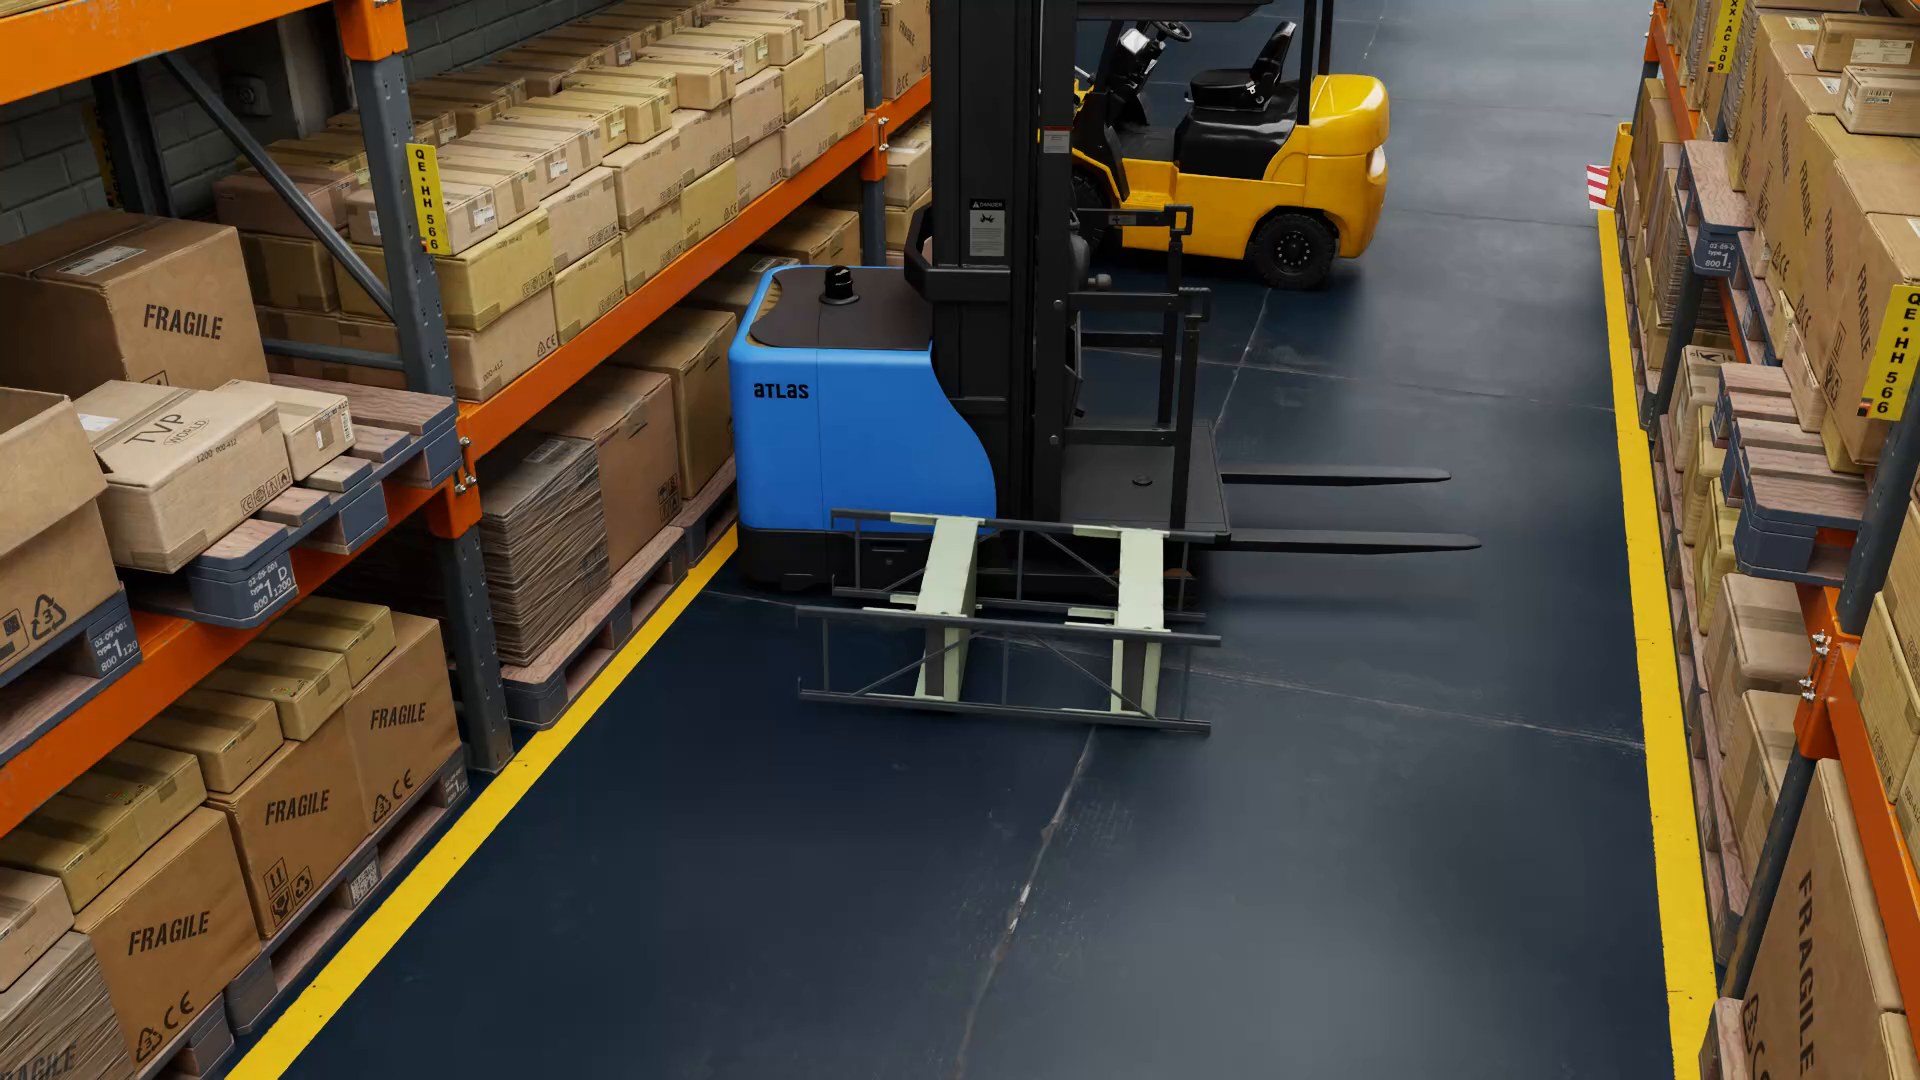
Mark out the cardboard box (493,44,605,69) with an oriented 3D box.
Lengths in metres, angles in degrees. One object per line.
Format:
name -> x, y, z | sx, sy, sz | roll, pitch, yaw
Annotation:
cardboard box -> -1.694, -1.940, 6.882 | 0.380, 0.149, 0.250 | 9, 30, 15

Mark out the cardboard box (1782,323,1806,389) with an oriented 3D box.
cardboard box -> 2.672, -0.516, 4.919 | 0.380, 0.149, 0.250 | 7, 30, 12

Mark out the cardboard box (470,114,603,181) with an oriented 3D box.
cardboard box -> -1.500, -1.393, 5.898 | 0.380, 0.149, 0.250 | 9, 30, 15

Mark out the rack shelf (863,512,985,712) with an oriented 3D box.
rack shelf -> -0.128, 0.258, 6.290 | 0.370, 0.431, 0.720 | 4, 30, 4

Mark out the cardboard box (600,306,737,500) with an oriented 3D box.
cardboard box -> -1.490, -0.640, 7.326 | 0.875, 0.625, 0.625 | 7, 30, 13

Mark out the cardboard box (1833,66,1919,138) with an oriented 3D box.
cardboard box -> 2.889, -1.324, 5.036 | 0.380, 0.149, 0.250 | 7, 30, 12

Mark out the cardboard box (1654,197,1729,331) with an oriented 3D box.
cardboard box -> 3.770, -1.364, 8.242 | 0.500, 0.500, 0.500 | 8, 30, 14

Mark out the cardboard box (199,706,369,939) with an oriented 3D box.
cardboard box -> -2.143, 0.778, 4.905 | 0.500, 0.500, 0.500 | 8, 30, 14

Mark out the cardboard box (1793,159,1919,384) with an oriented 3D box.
cardboard box -> 2.688, -0.732, 4.640 | 0.500, 0.500, 0.500 | 8, 30, 14

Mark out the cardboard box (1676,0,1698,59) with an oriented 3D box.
cardboard box -> 4.184, -2.878, 8.929 | 0.500, 0.500, 0.500 | 8, 30, 14

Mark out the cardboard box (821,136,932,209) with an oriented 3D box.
cardboard box -> -0.451, -2.047, 9.212 | 0.500, 0.250, 0.500 | 8, 30, 14

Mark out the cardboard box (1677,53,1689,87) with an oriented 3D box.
cardboard box -> 4.095, -2.536, 8.982 | 0.380, 0.149, 0.250 | 9, 30, 15

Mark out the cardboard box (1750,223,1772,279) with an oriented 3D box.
cardboard box -> 2.979, -1.002, 5.791 | 0.380, 0.149, 0.250 | 10, 31, 17

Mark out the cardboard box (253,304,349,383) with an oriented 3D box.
cardboard box -> -2.180, -0.769, 5.701 | 0.500, 0.250, 0.500 | 8, 30, 14

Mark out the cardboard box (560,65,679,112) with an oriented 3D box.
cardboard box -> -1.340, -1.758, 6.555 | 0.380, 0.149, 0.250 | 8, 30, 15

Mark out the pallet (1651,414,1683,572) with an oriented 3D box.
pallet -> 3.626, -0.161, 7.322 | 1.003, 0.211, 1.213 | 8, 30, 15

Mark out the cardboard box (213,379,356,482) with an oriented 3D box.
cardboard box -> -1.893, -0.303, 4.535 | 0.380, 0.149, 0.250 | 9, 30, 16

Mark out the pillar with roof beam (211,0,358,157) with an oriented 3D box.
pillar with roof beam -> 1.569, -3.331, 3.981 | 9.100, 9.000, 0.400 | 8, 30, 15

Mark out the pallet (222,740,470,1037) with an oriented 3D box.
pallet -> -2.323, 0.971, 5.287 | 1.003, 0.211, 1.213 | 8, 30, 15

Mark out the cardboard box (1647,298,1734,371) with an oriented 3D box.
cardboard box -> 3.769, -1.036, 8.424 | 0.500, 0.250, 0.500 | 10, 31, 17

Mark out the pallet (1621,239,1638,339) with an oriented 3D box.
pallet -> 4.372, -1.409, 9.565 | 1.003, 0.211, 1.213 | 8, 30, 15

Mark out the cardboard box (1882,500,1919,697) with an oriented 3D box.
cardboard box -> 2.294, 0.165, 3.508 | 0.500, 0.250, 0.500 | 8, 30, 15

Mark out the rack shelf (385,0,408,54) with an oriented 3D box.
rack shelf -> -1.480, -2.515, 6.340 | 1.077, 0.370, 4.000 | 8, 30, 15

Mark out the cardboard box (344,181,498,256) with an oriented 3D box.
cardboard box -> -1.692, -1.022, 5.232 | 0.380, 0.149, 0.250 | 9, 30, 16

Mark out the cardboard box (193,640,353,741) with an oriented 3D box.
cardboard box -> -2.021, 0.433, 4.857 | 0.380, 0.149, 0.250 | 7, 30, 12

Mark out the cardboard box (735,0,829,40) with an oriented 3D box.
cardboard box -> -0.840, -2.462, 7.820 | 0.380, 0.149, 0.250 | 8, 30, 14

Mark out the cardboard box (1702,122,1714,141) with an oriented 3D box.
cardboard box -> 3.656, -1.824, 7.702 | 0.380, 0.149, 0.250 | 8, 30, 14

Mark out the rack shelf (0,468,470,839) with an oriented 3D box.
rack shelf -> -2.654, 0.655, 3.727 | 1.077, 0.370, 4.000 | 8, 30, 15

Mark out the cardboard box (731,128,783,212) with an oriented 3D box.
cardboard box -> -1.108, -1.650, 7.285 | 0.500, 0.250, 0.500 | 9, 30, 15

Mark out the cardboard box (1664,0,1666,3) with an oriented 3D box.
cardboard box -> 4.623, -3.593, 10.215 | 0.500, 0.500, 0.500 | 8, 30, 14

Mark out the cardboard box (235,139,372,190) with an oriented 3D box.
cardboard box -> -2.195, -1.234, 5.612 | 0.380, 0.149, 0.250 | 9, 30, 16

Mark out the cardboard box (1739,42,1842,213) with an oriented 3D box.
cardboard box -> 3.136, -1.461, 5.950 | 0.500, 0.500, 0.500 | 8, 30, 15

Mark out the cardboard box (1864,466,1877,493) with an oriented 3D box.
cardboard box -> 2.550, -0.142, 4.246 | 0.380, 0.149, 0.250 | 10, 31, 17

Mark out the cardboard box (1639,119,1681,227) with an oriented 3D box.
cardboard box -> 4.215, -2.088, 9.542 | 0.500, 0.500, 0.500 | 9, 30, 16

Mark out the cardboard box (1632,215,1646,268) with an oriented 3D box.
cardboard box -> 4.221, -1.755, 9.716 | 0.500, 0.250, 0.500 | 11, 31, 18

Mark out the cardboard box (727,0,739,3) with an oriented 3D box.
cardboard box -> -1.201, -2.642, 8.144 | 0.380, 0.149, 0.250 | 8, 30, 14

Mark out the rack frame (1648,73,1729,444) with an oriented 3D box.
rack frame -> 3.853, -1.741, 7.295 | 1.000, 3.000, 0.127 | 8, 30, 15

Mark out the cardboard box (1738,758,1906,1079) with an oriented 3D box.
cardboard box -> 2.397, 1.172, 3.812 | 0.875, 0.875, 0.875 | 8, 30, 14

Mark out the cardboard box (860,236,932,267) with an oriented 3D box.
cardboard box -> -0.435, -1.607, 9.450 | 0.500, 0.250, 0.500 | 9, 30, 15

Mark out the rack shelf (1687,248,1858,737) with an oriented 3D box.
rack shelf -> 3.266, -0.497, 5.799 | 1.077, 0.370, 4.000 | 8, 30, 15

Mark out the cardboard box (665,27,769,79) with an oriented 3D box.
cardboard box -> -1.049, -2.102, 7.173 | 0.380, 0.149, 0.250 | 8, 30, 14

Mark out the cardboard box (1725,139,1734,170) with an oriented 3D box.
cardboard box -> 3.389, -1.603, 6.873 | 0.380, 0.149, 0.250 | 9, 30, 16

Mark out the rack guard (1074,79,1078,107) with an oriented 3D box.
rack guard -> 0.288, -3.226, 12.534 | 1.175, 0.500, 0.348 | 8, 30, 15

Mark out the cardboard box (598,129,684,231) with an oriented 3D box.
cardboard box -> -1.385, -1.386, 6.297 | 0.500, 0.250, 0.500 | 8, 30, 14

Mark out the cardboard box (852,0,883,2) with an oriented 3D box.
cardboard box -> -0.548, -2.886, 8.581 | 0.380, 0.149, 0.250 | 8, 30, 14

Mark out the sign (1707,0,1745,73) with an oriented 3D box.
sign -> 3.332, -2.193, 7.217 | 0.100, 0.325, 0.005 | 8, 30, 15

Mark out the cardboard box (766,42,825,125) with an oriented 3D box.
cardboard box -> -0.937, -2.096, 7.572 | 0.500, 0.250, 0.500 | 8, 30, 14

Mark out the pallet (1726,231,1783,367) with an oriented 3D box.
pallet -> 3.221, -0.724, 5.664 | 1.003, 0.211, 1.213 | 8, 30, 15

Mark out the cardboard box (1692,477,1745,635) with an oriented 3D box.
cardboard box -> 3.291, 0.126, 6.210 | 0.950, 0.372, 0.625 | 10, 30, 17

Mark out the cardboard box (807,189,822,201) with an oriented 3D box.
cardboard box -> -0.934, -2.123, 9.349 | 0.500, 0.250, 0.500 | 9, 30, 16

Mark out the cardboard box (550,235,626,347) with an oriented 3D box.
cardboard box -> -1.551, -0.928, 5.986 | 0.500, 0.250, 0.500 | 8, 30, 14

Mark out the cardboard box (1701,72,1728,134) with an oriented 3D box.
cardboard box -> 3.746, -2.157, 7.633 | 0.500, 0.500, 0.500 | 8, 30, 14

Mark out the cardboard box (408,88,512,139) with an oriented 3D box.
cardboard box -> -1.905, -1.580, 6.234 | 0.380, 0.149, 0.250 | 8, 30, 15

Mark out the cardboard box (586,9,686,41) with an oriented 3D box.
cardboard box -> -1.460, -2.287, 7.506 | 0.380, 0.149, 0.250 | 8, 30, 14

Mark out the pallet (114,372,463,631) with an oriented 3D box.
pallet -> -2.199, -0.180, 4.686 | 1.213, 0.211, 1.003 | 8, 30, 15

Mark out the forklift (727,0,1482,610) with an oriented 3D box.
forklift -> 0.624, -1.264, 6.507 | 3.031, 2.935, 1.130 | 2, 29, 3

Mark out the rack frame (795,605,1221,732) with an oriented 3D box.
rack frame -> 0.159, 0.461, 5.948 | 1.500, 0.400, 0.023 | 4, 30, 4

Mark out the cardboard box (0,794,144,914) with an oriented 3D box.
cardboard box -> -2.334, 0.782, 4.231 | 0.380, 0.149, 0.250 | 8, 30, 14

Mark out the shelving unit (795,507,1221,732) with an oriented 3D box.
shelving unit -> 0.196, 0.281, 6.265 | 1.500, 0.431, 0.755 | 4, 30, 4
